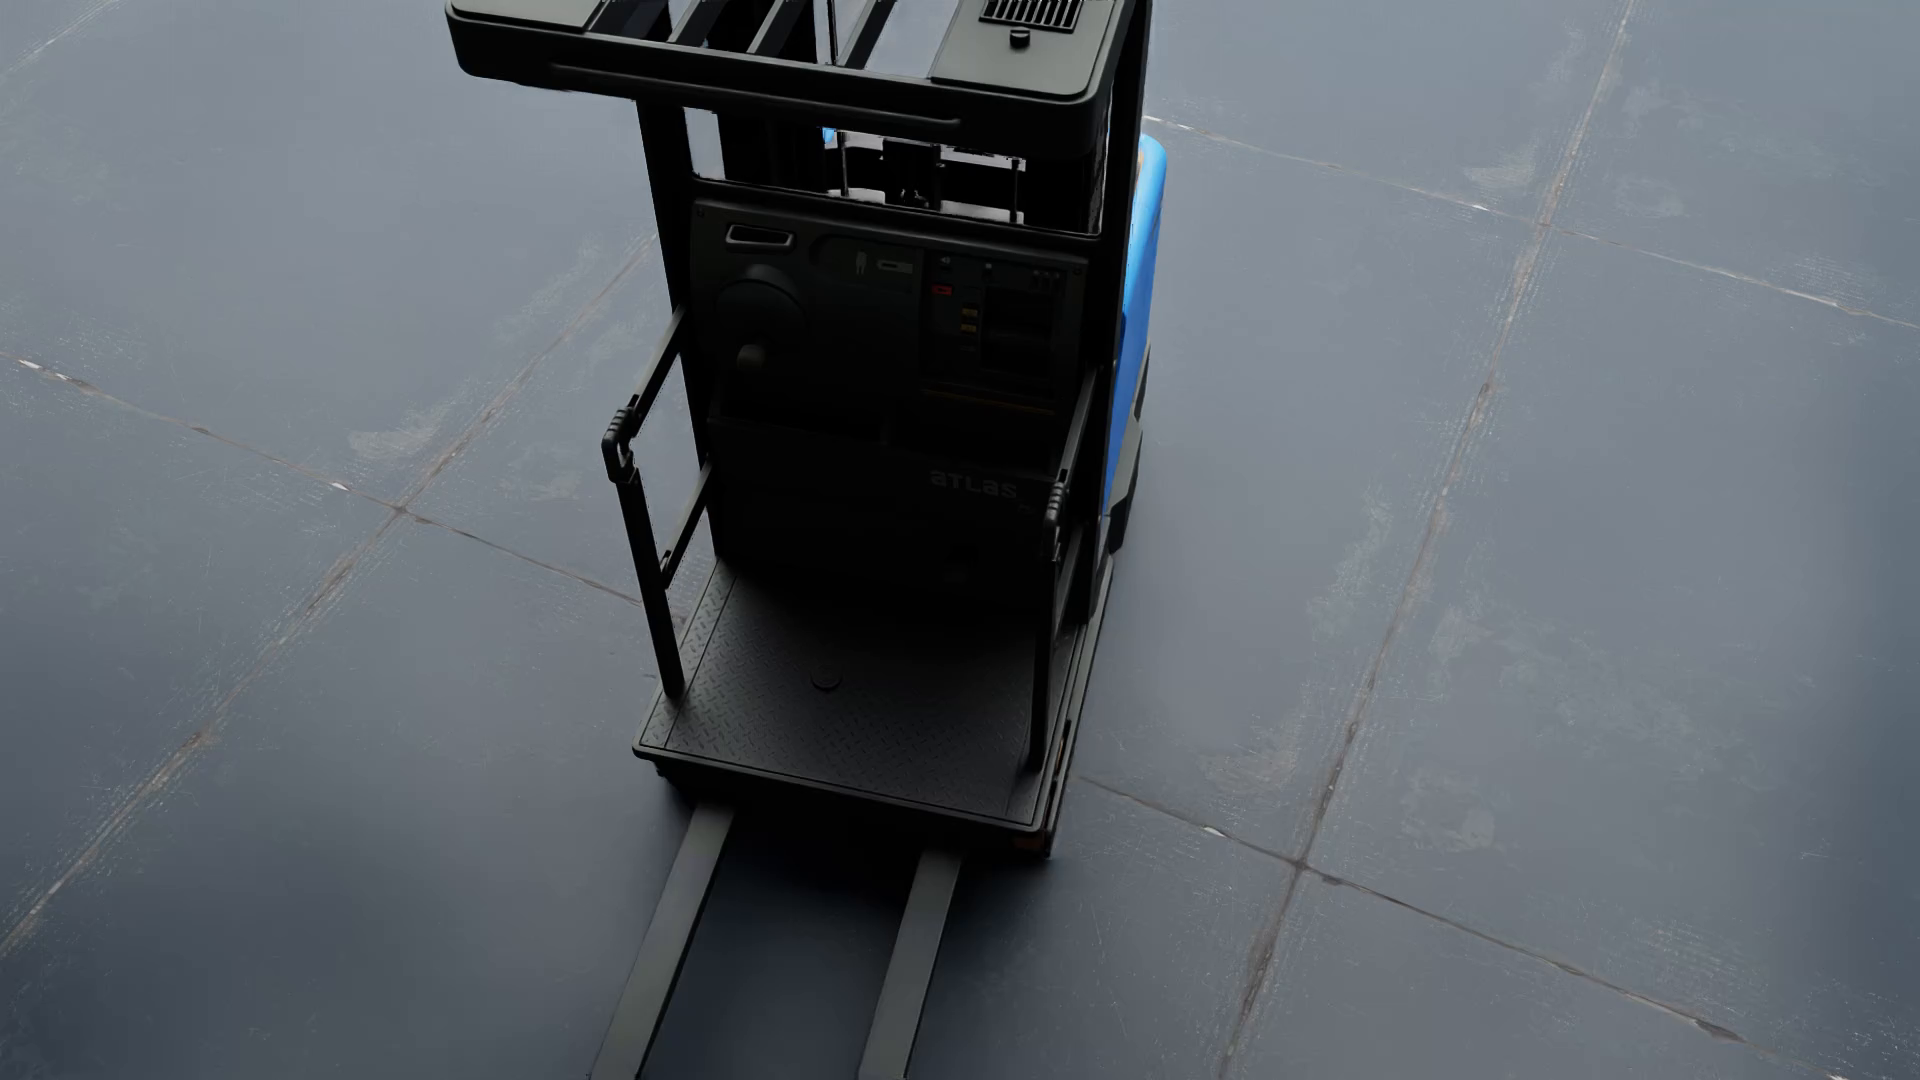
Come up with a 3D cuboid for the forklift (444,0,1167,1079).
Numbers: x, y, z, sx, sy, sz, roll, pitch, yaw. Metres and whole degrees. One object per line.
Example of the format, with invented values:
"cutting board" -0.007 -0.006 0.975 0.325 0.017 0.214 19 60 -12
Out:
"forklift" -0.221 -0.432 3.693 1.130 2.935 3.031 10 50 9
